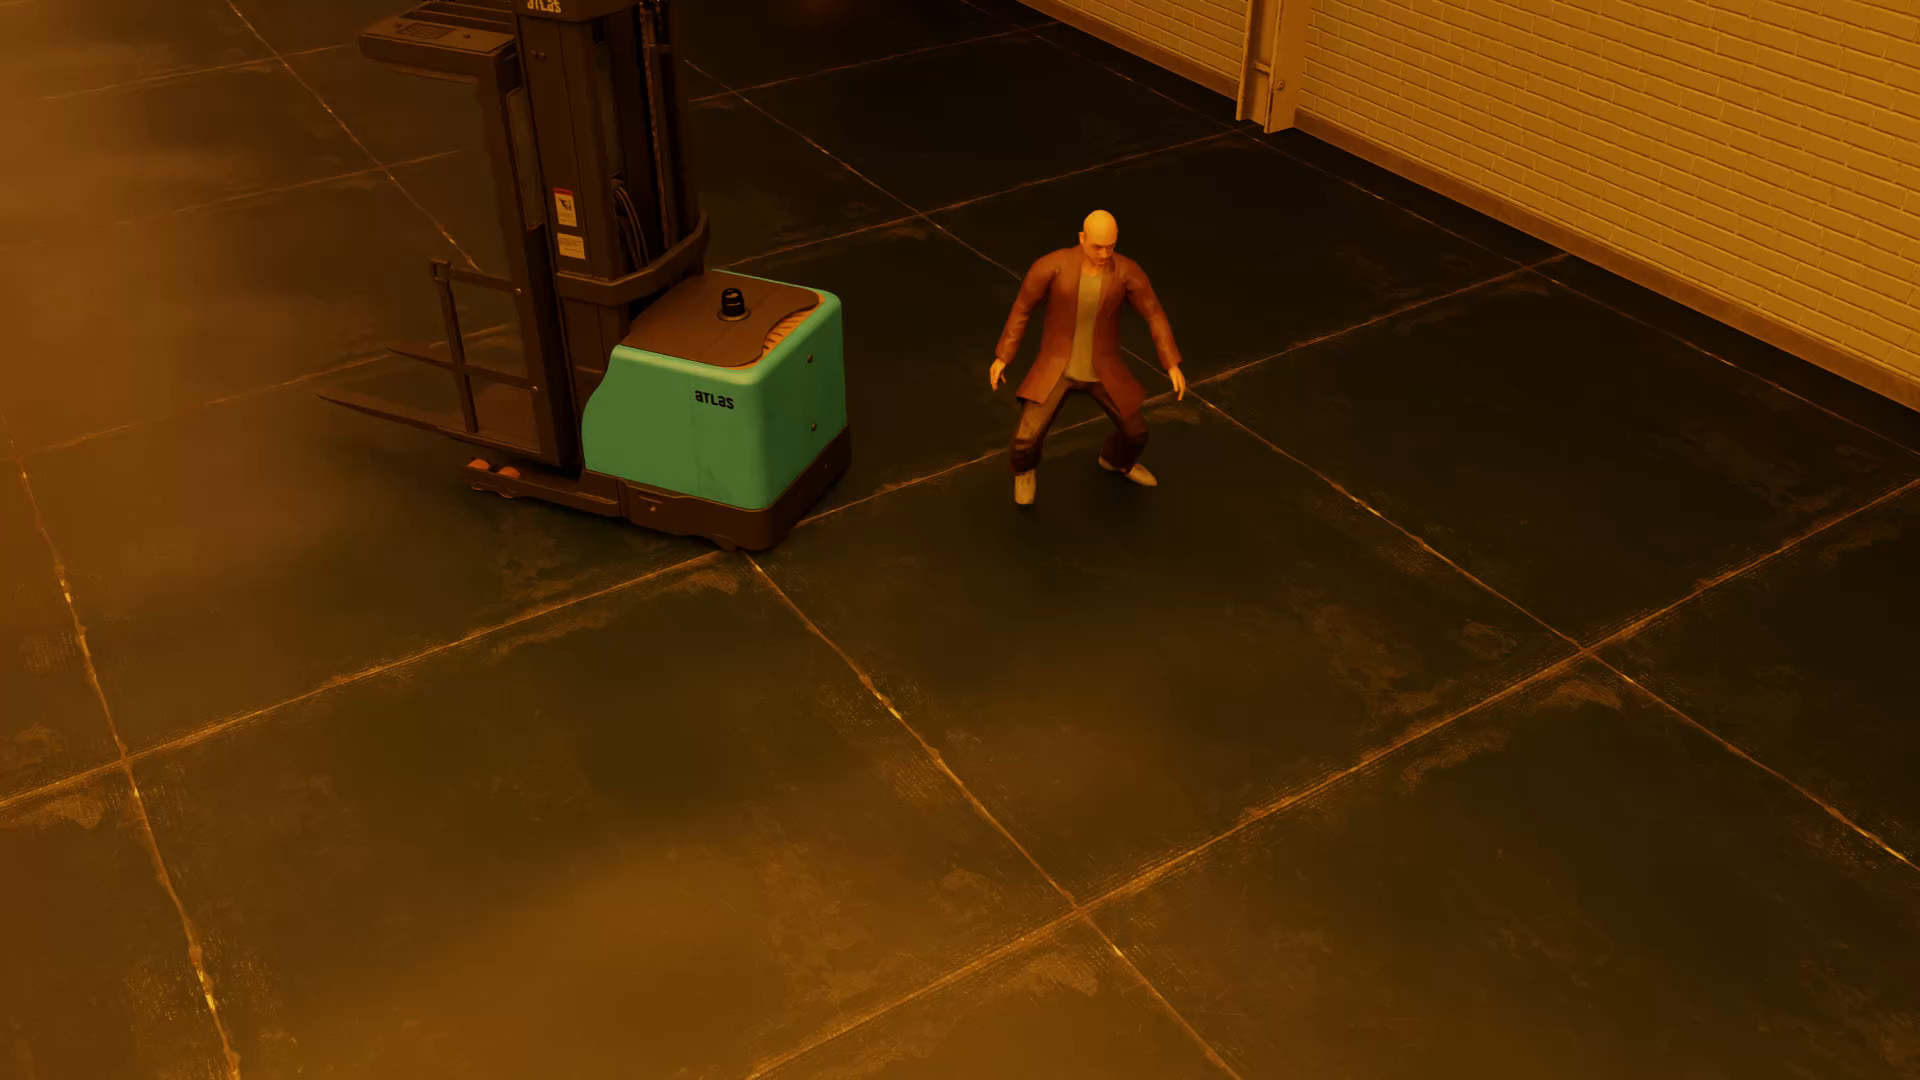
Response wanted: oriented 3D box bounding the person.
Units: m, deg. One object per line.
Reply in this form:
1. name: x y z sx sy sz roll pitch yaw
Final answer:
1. person: 0.652 -0.912 8.590 0.990 1.658 0.671 0 35 0

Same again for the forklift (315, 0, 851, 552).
1. forklift: -2.168 -1.689 8.552 3.031 2.935 1.130 14 37 19
